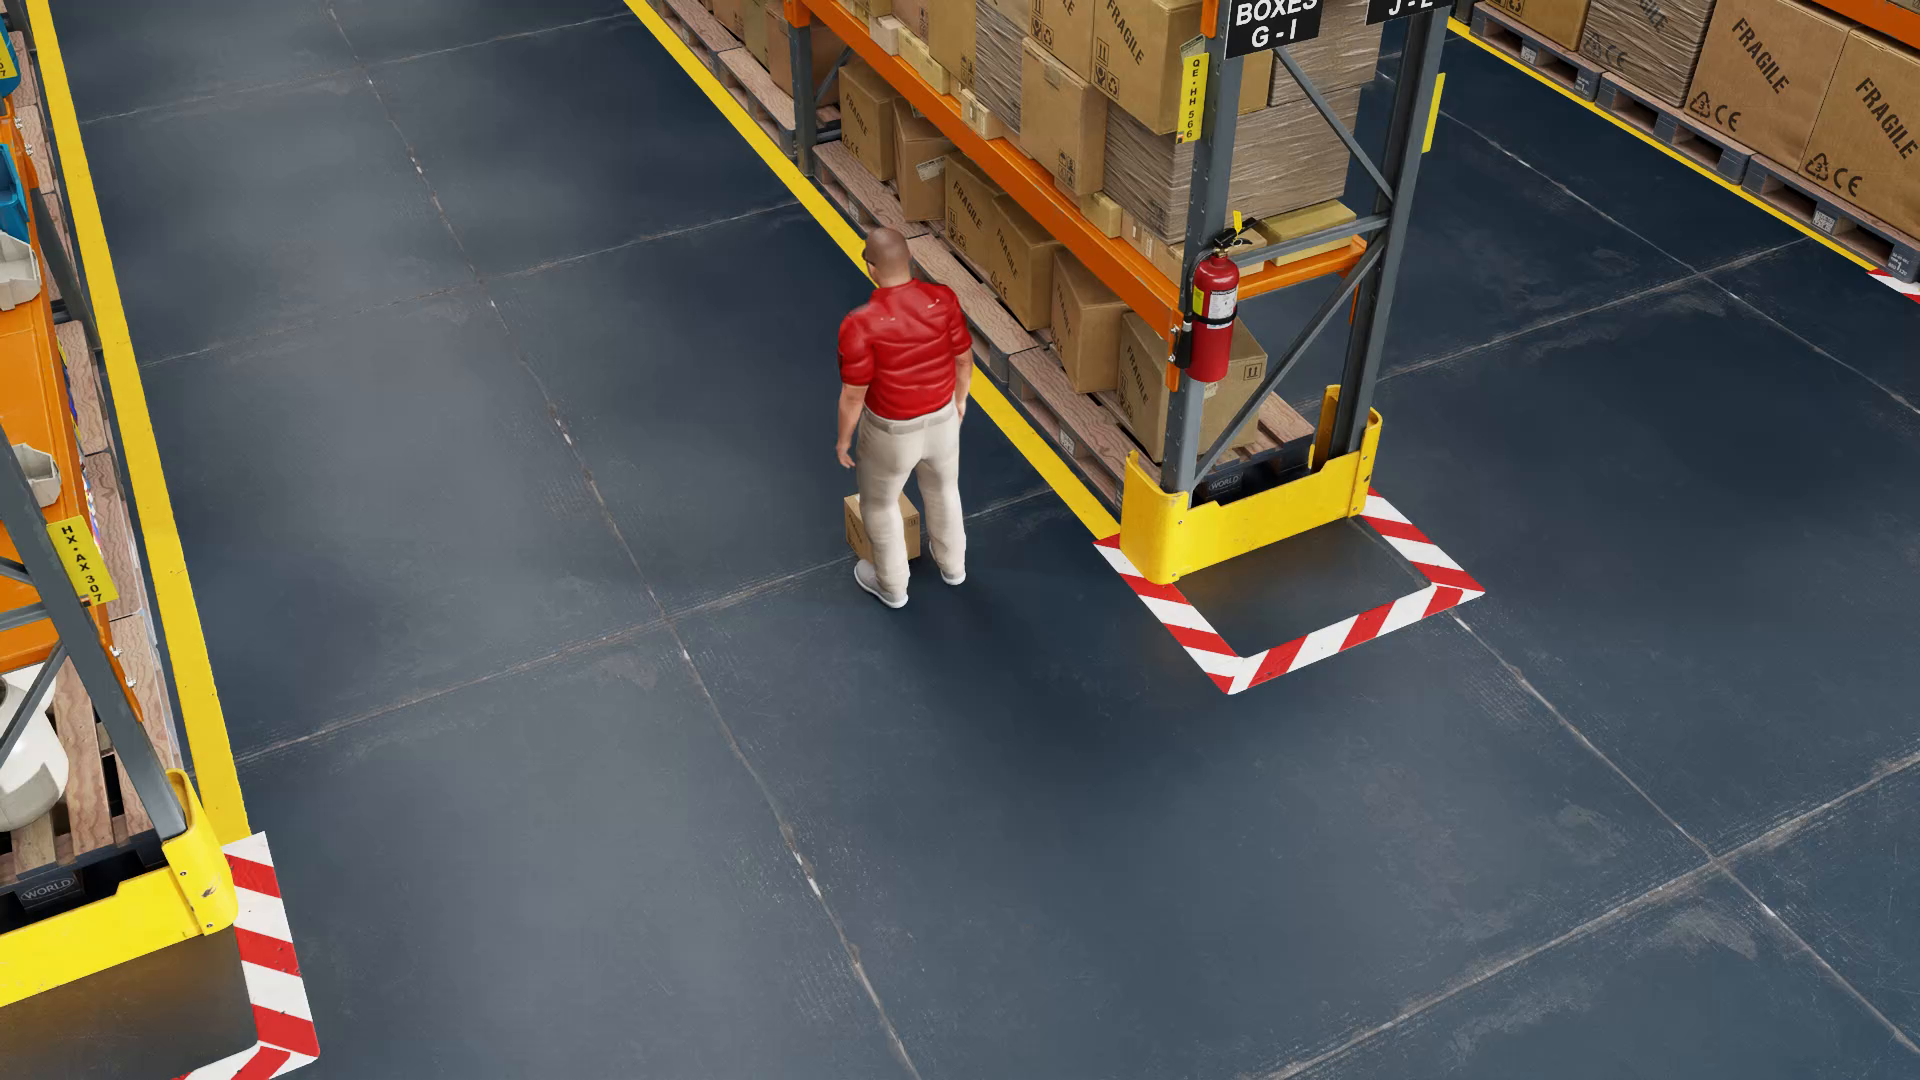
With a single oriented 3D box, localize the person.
[{"bbox_3d":[-0.224,-0.470,6.710,0.593,1.726,0.382,-20,45,-21],"label":"person"}]
